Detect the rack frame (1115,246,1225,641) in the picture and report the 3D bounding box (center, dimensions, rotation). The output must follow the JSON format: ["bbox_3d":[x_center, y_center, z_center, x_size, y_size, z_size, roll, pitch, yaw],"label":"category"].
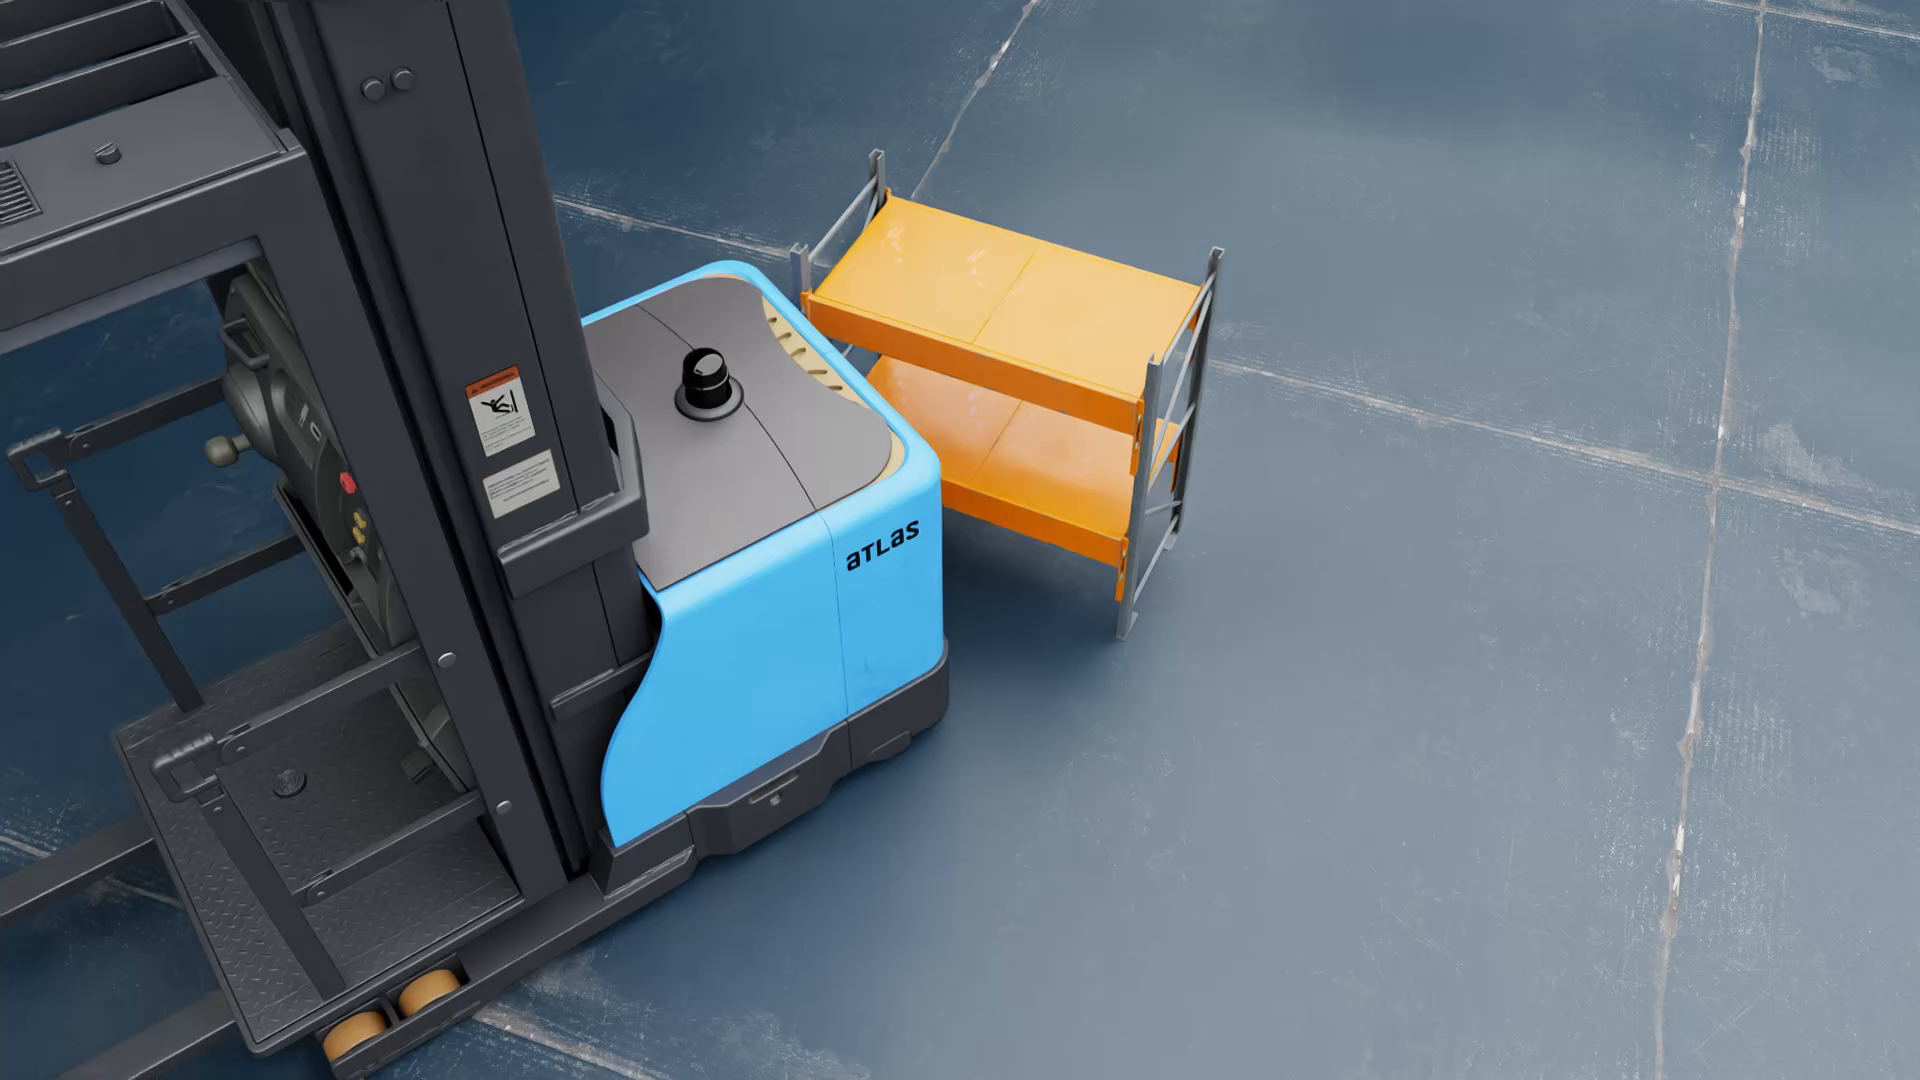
[{"bbox_3d":[0.587,-0.241,4.715,0.032,1.125,0.500,20,52,16],"label":"rack frame"}]

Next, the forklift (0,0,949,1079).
[{"bbox_3d":[-1.528,-0.099,3.397,3.031,2.935,1.130,-28,55,-22],"label":"forklift"}]

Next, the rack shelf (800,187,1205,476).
[{"bbox_3d":[0.127,-0.596,4.635,1.000,0.278,0.538,20,52,16],"label":"rack shelf"}]

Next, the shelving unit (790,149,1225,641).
[{"bbox_3d":[0.127,-0.405,4.856,1.048,1.125,0.538,20,52,16],"label":"shelving unit"}]

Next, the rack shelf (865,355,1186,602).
[{"bbox_3d":[0.127,-0.244,5.041,1.000,0.278,0.538,20,52,16],"label":"rack shelf"}]

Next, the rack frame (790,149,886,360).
[{"bbox_3d":[-0.334,-0.568,4.998,0.032,1.125,0.500,20,52,16],"label":"rack frame"}]
